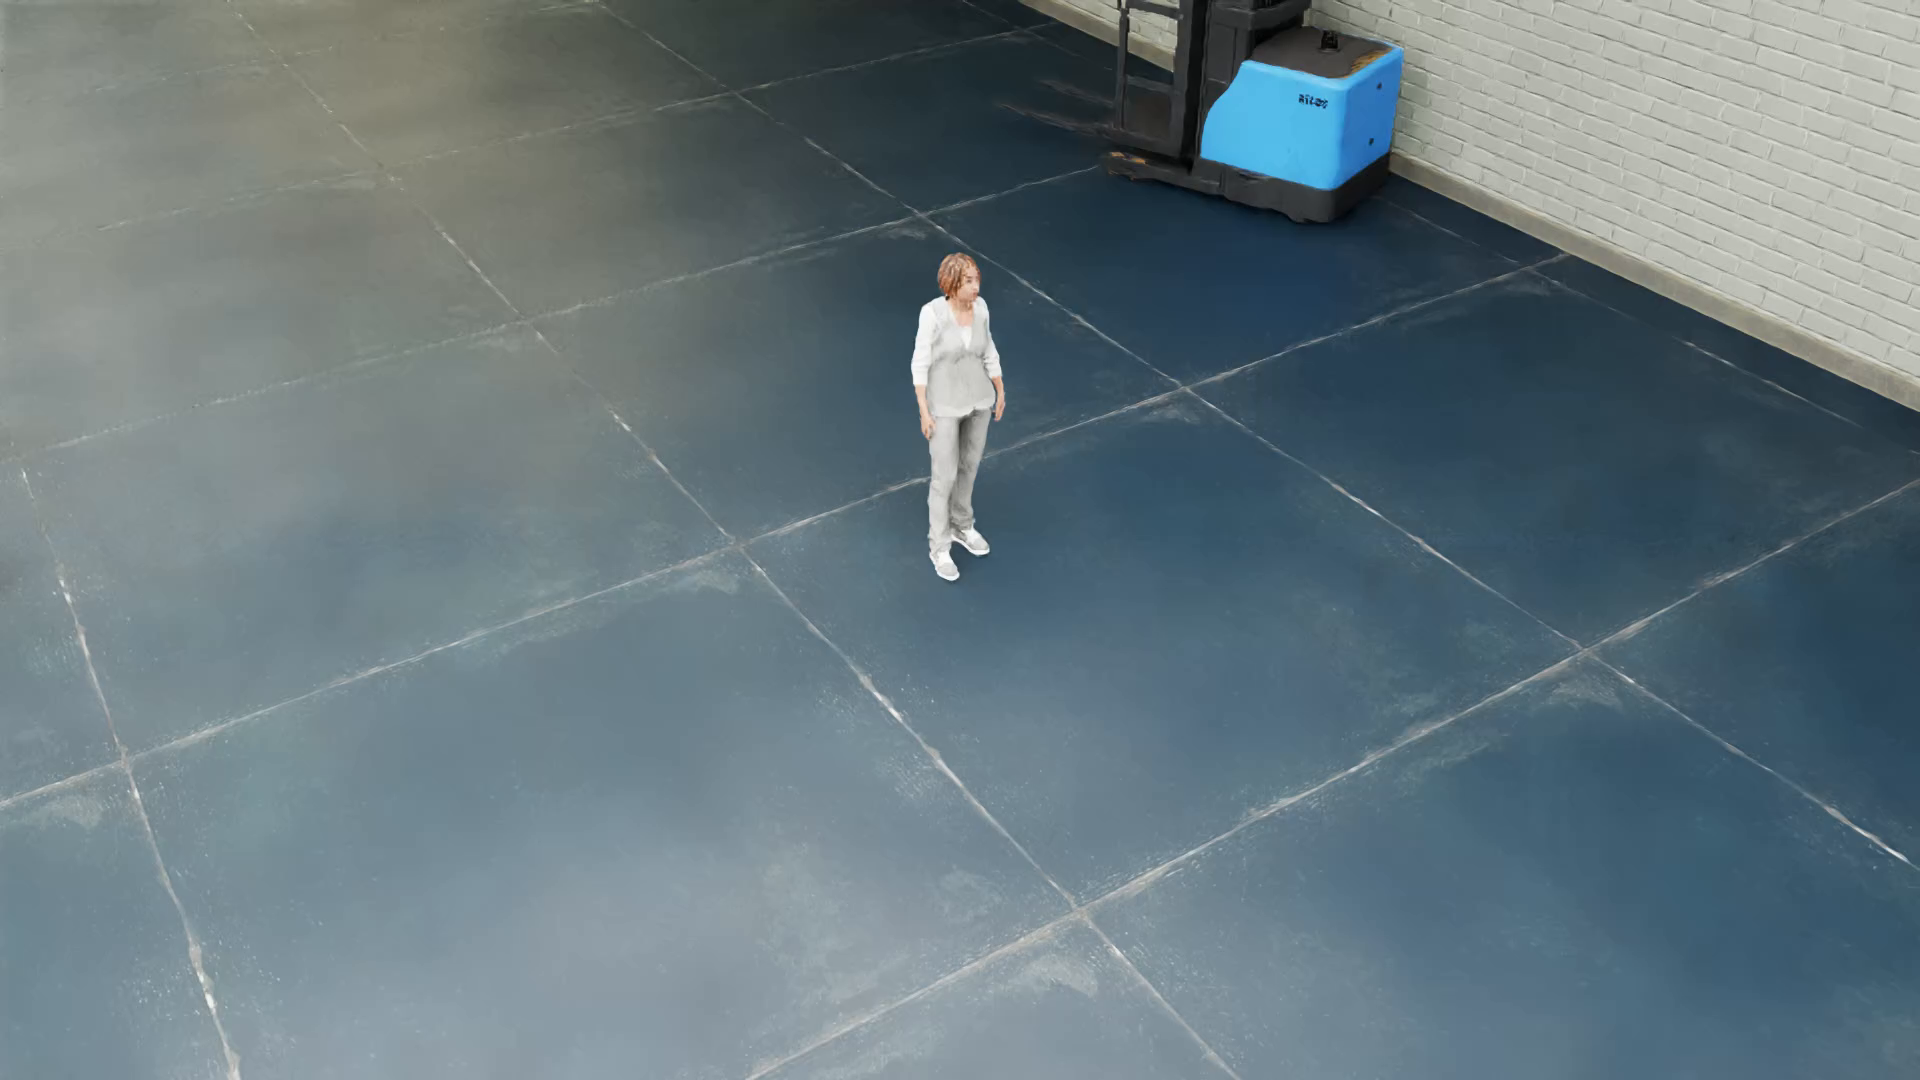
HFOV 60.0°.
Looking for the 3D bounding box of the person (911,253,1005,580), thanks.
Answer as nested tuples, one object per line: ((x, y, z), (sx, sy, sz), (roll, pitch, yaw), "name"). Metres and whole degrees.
((0.029, -0.618, 8.178), (0.521, 1.594, 0.474), (-21, 40, -27), "person")

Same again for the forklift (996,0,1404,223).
((1.698, -4.133, 12.029), (3.031, 2.935, 1.130), (23, 41, 29), "forklift")
